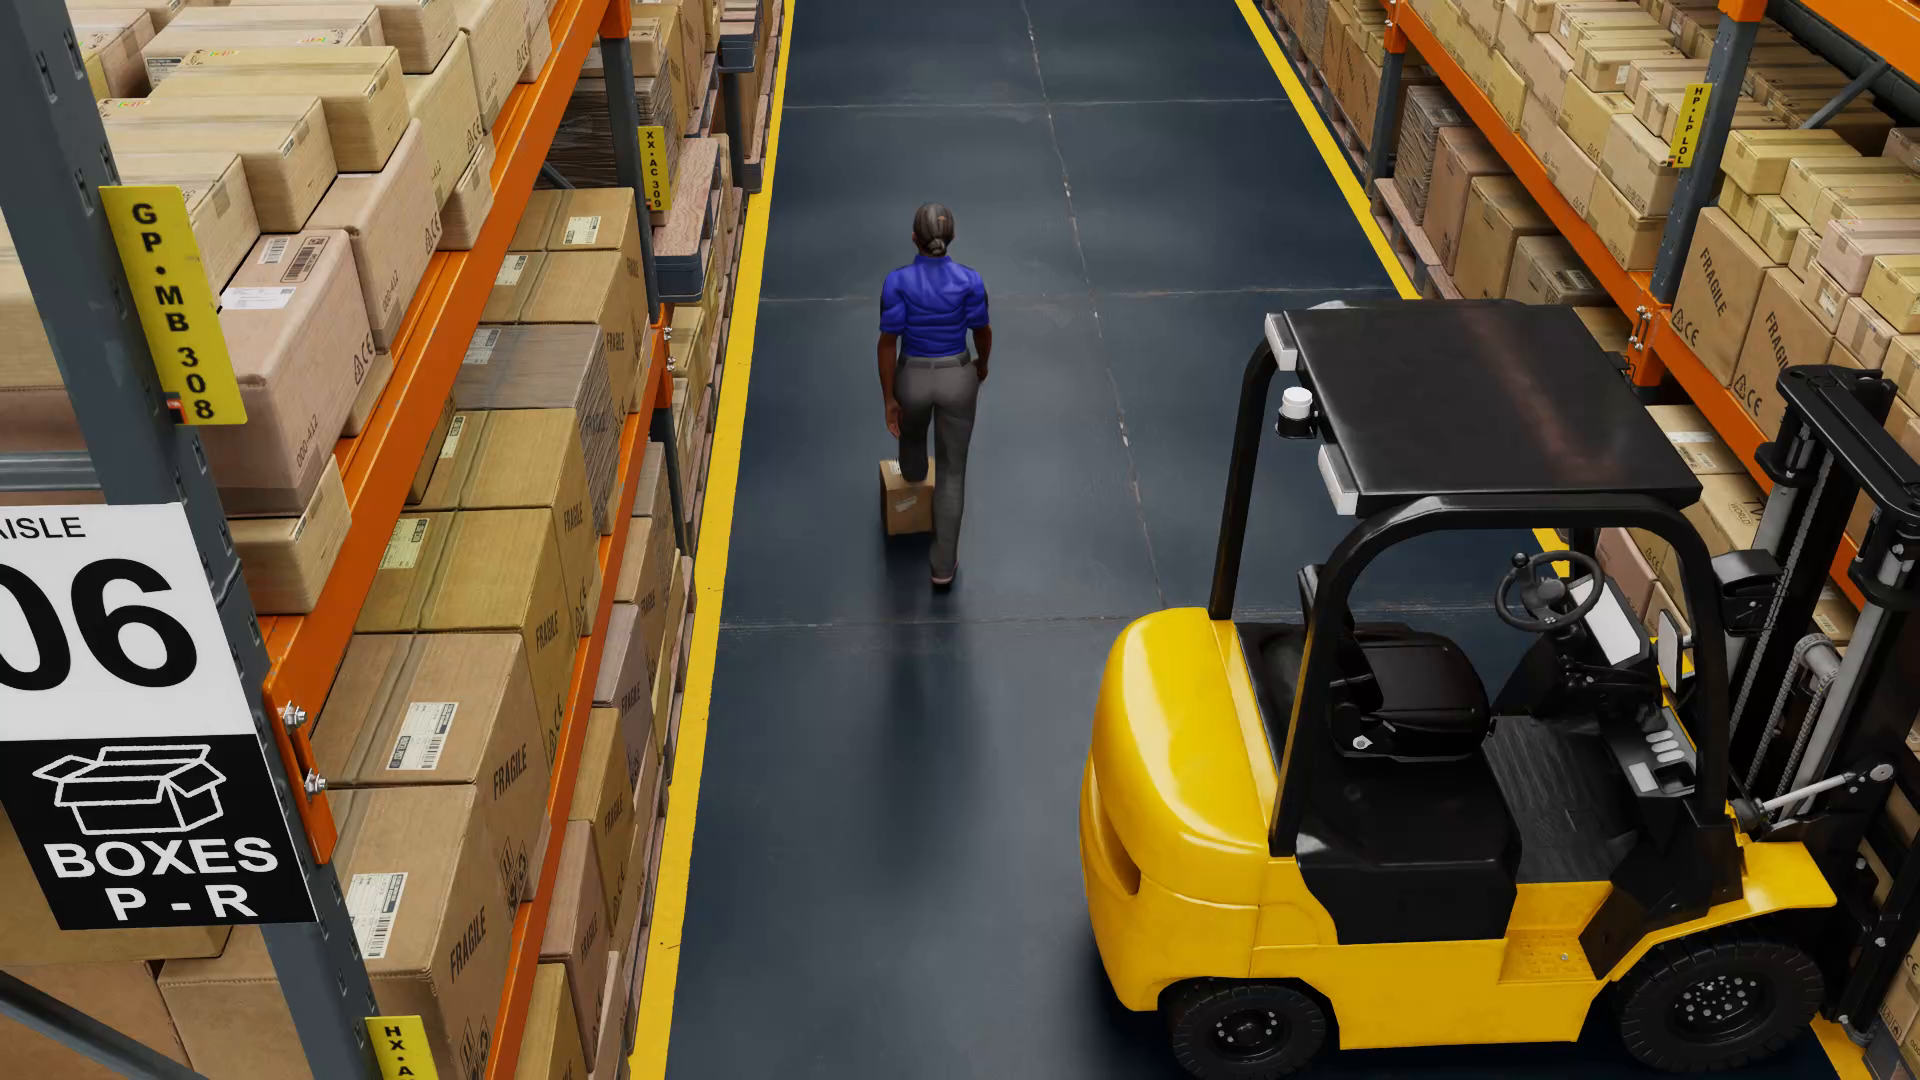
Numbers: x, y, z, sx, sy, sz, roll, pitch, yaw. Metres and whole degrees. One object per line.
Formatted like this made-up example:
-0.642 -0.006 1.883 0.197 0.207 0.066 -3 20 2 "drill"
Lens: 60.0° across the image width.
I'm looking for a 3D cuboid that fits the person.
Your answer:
-0.102 -0.673 7.112 0.472 1.658 0.867 1 35 1 "person"
